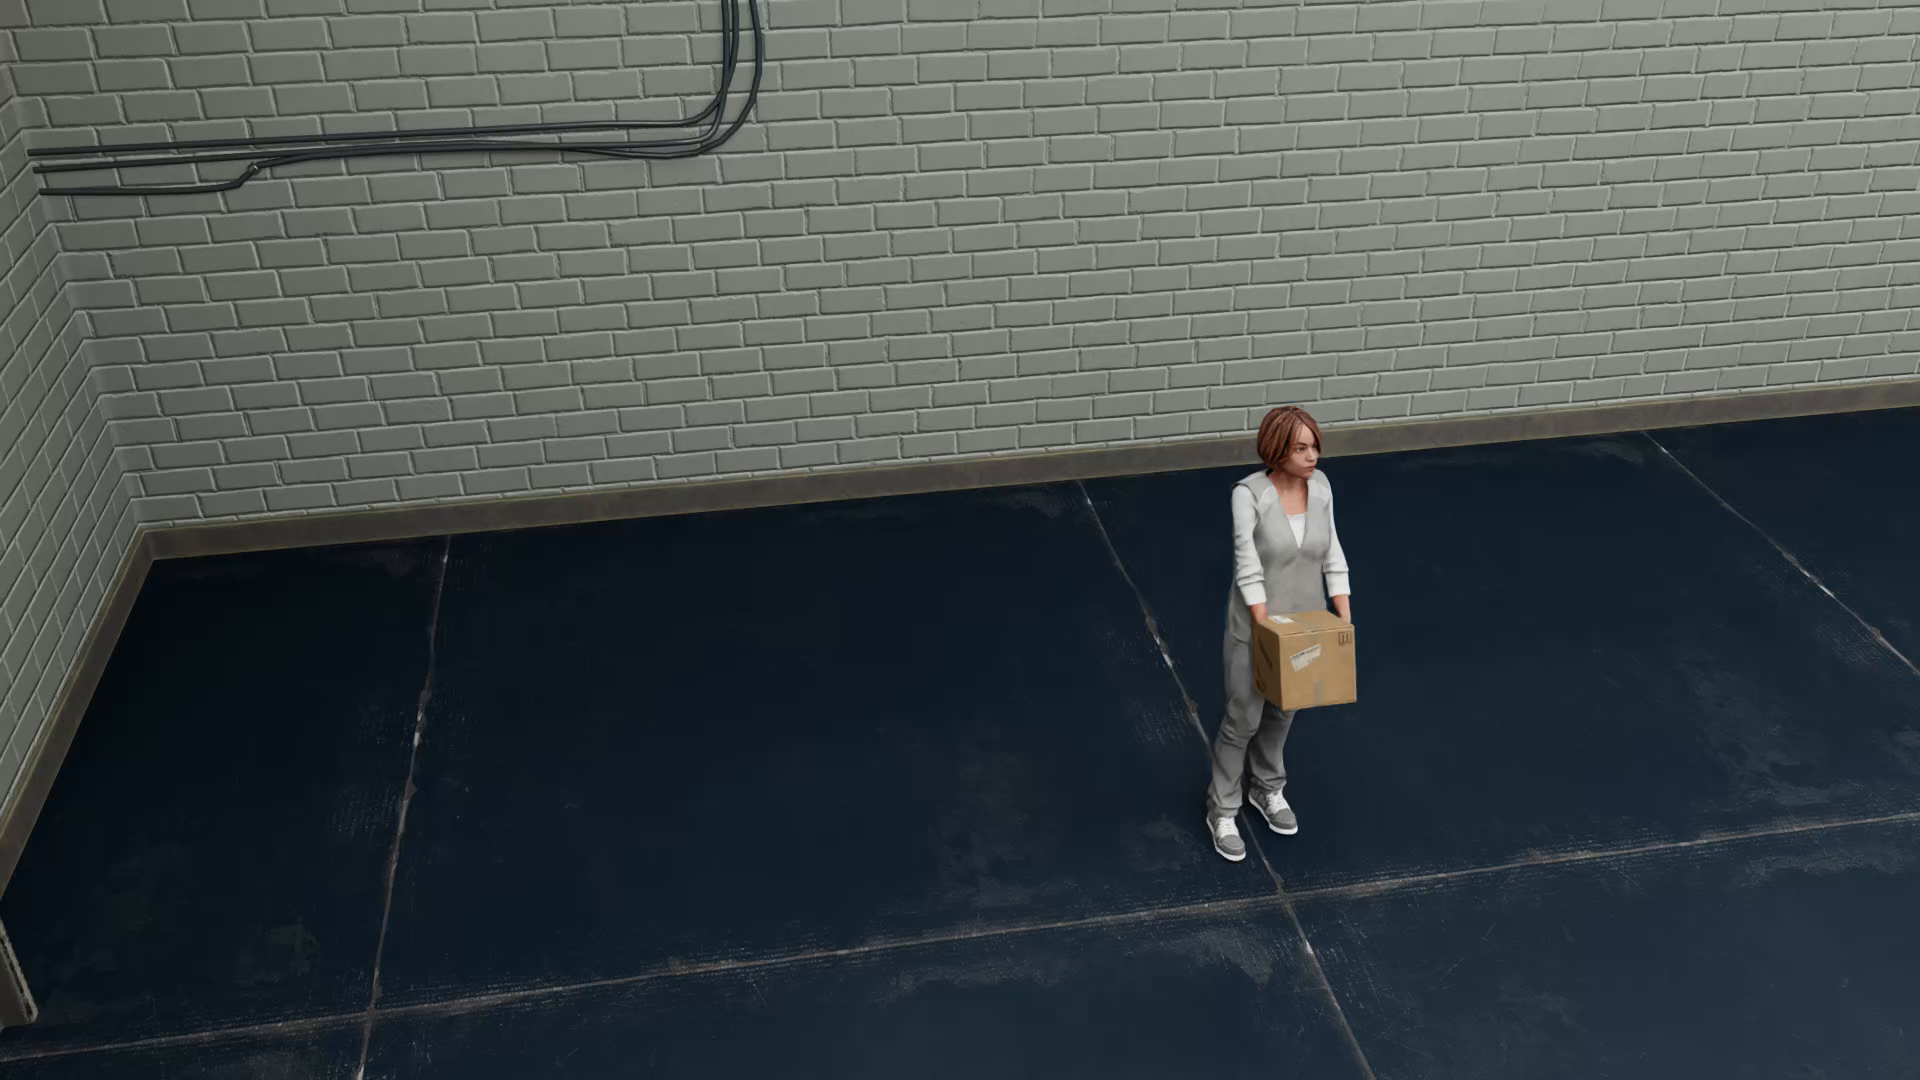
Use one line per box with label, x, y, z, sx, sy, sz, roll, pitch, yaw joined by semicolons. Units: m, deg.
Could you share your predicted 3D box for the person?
person;1.078;0.331;5.588;0.457;1.601;0.461;-12;33;-19
